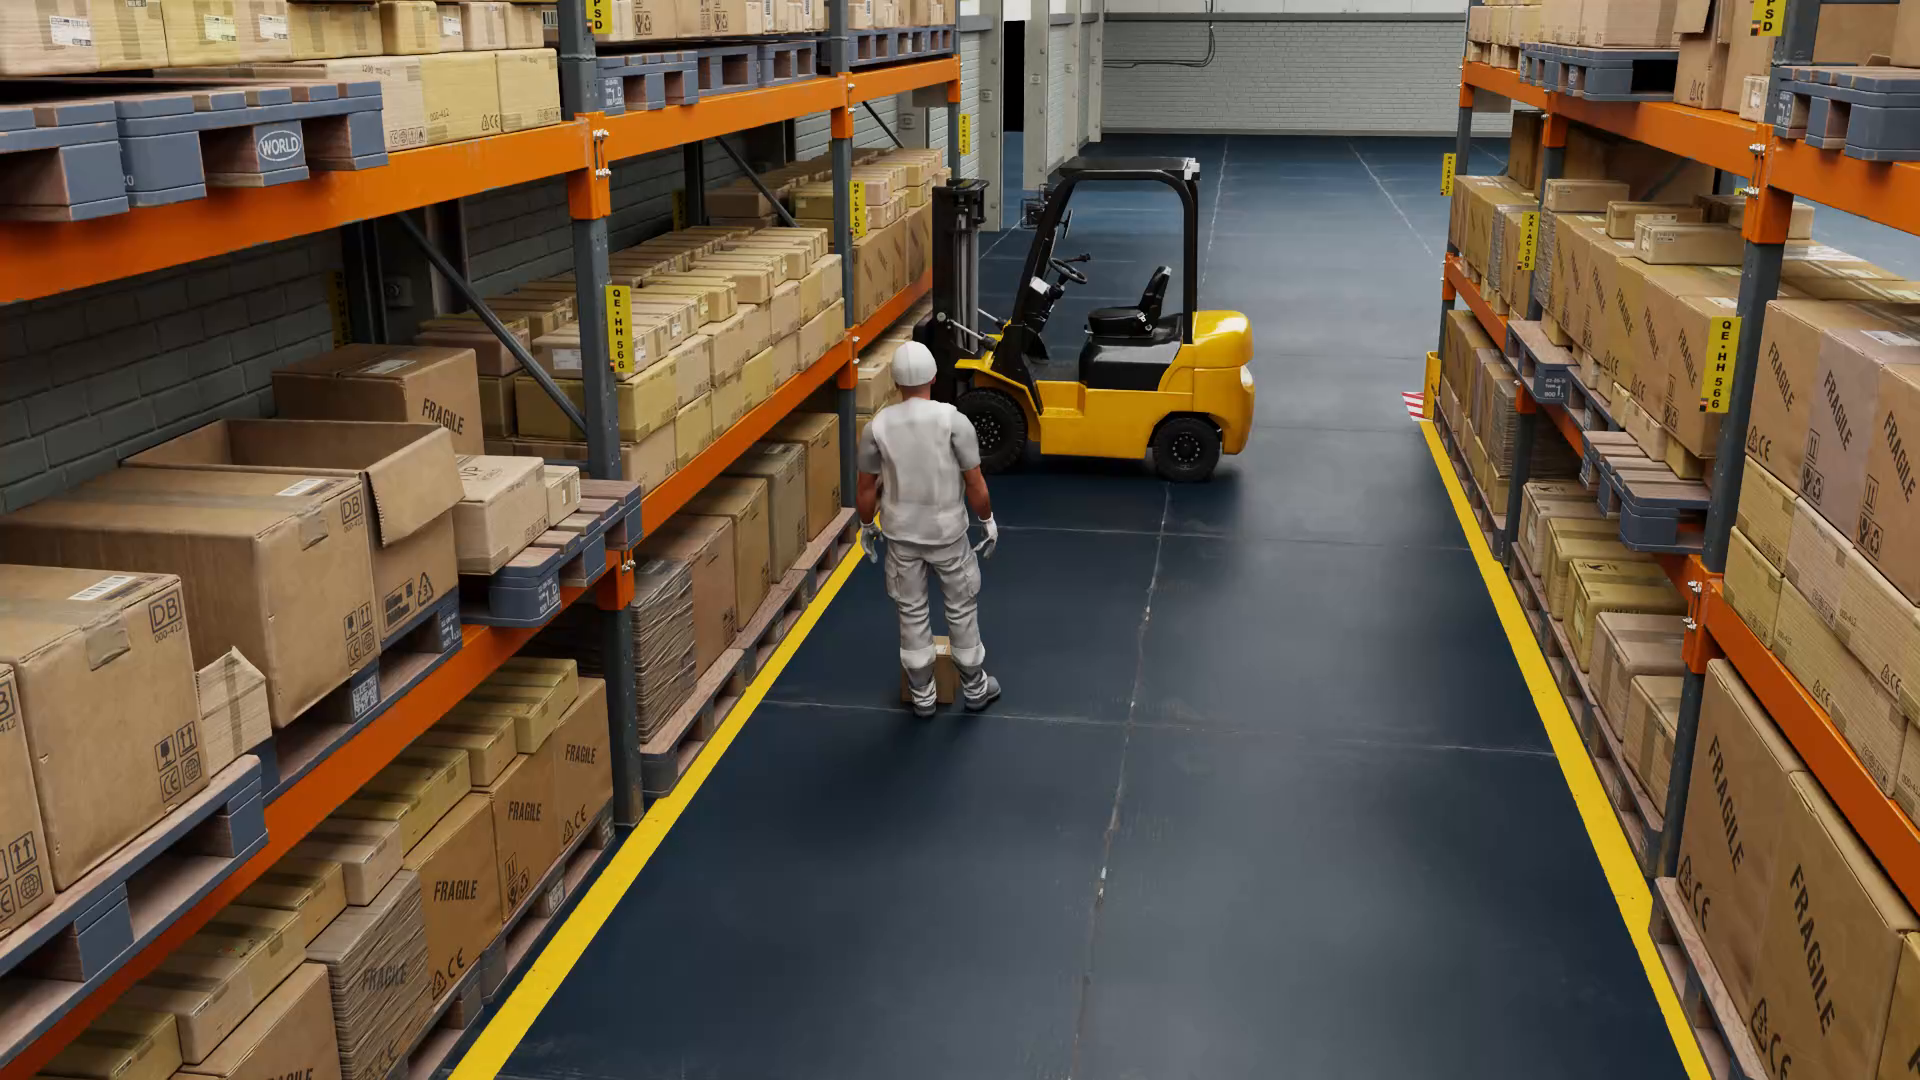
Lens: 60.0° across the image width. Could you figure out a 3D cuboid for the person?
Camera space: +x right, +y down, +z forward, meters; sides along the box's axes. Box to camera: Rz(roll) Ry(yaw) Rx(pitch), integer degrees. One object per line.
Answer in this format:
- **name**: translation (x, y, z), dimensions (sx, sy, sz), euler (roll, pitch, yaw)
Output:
- **person**: translation (-0.138, -0.056, 7.656), dimensions (0.637, 1.787, 0.565), euler (3, 18, 9)
